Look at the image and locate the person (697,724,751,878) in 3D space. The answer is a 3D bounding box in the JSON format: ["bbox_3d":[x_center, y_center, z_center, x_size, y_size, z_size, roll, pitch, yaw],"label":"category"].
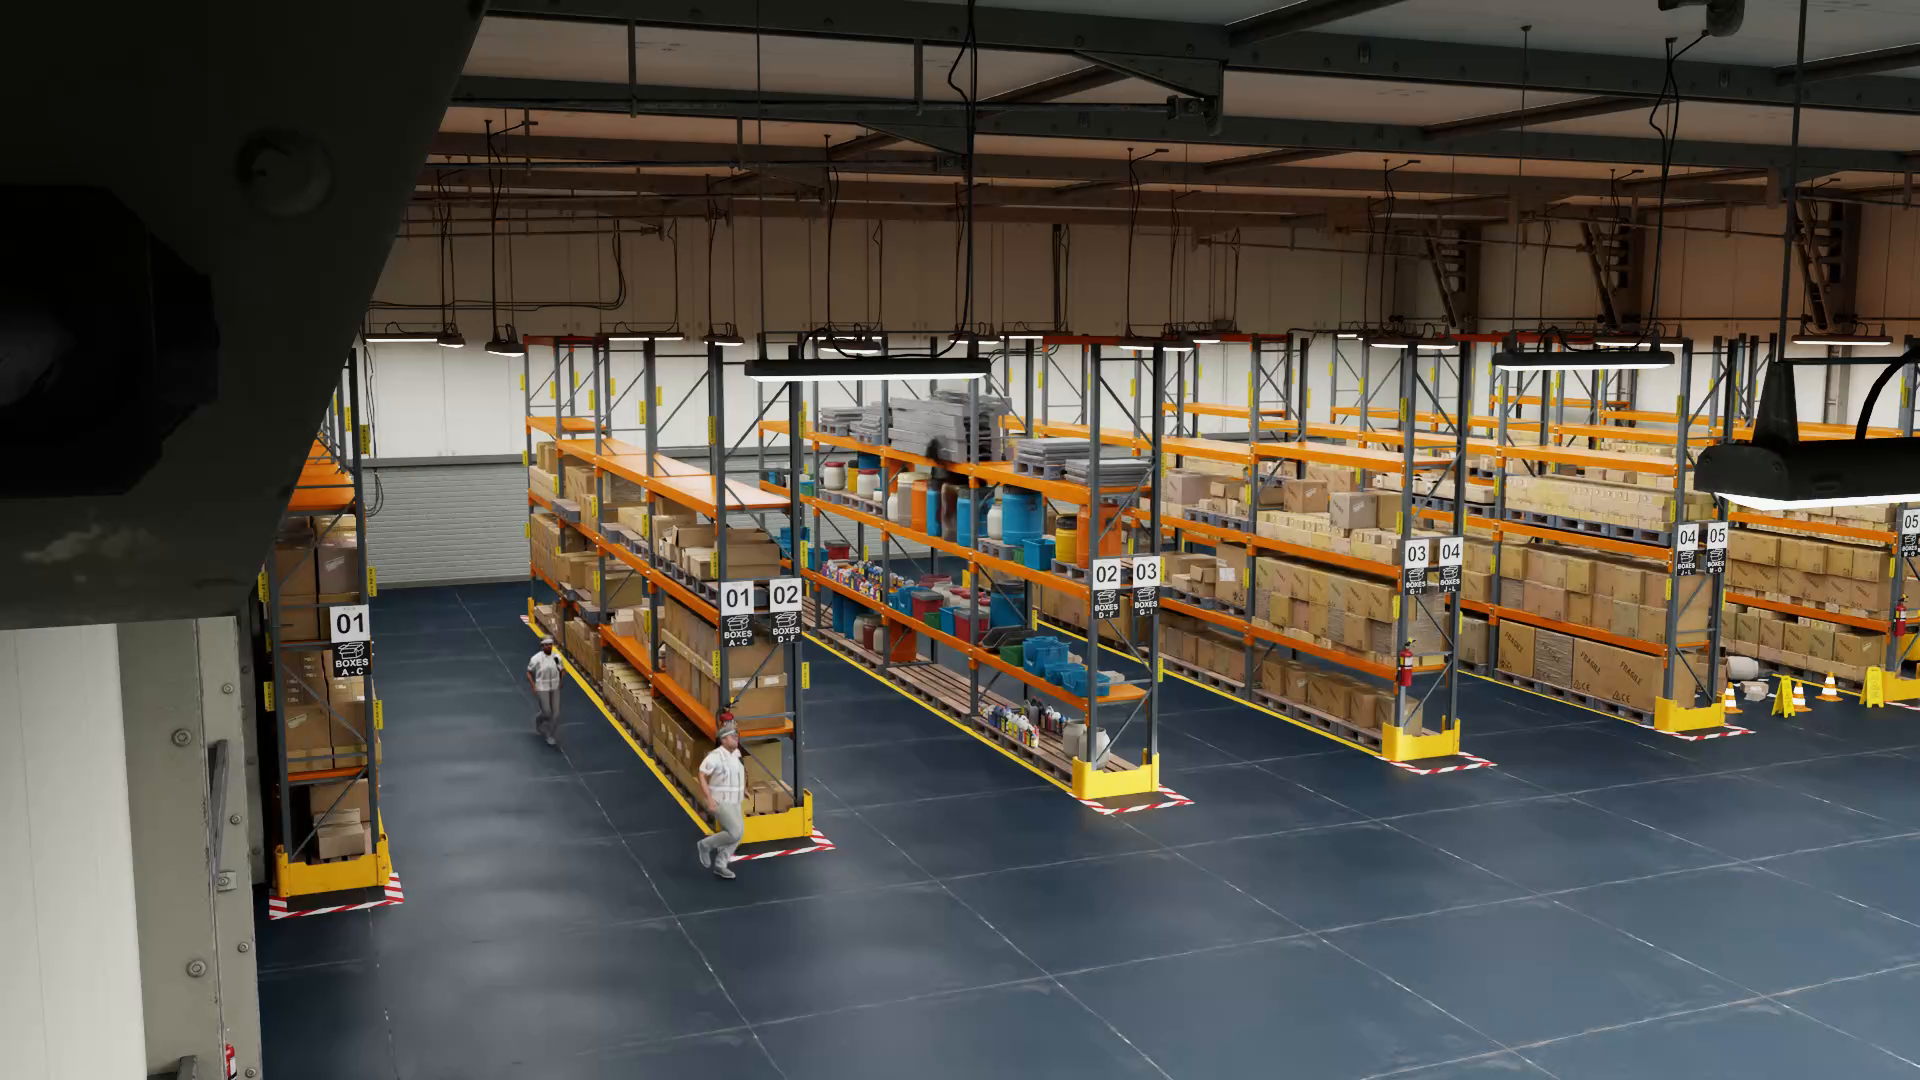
[{"bbox_3d":[-2.651,2.963,19.057,0.550,1.707,0.699,4,8,26],"label":"person"}]

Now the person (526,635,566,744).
[{"bbox_3d":[-6.146,2.225,24.830,0.575,1.657,0.559,-4,9,-30],"label":"person"}]
